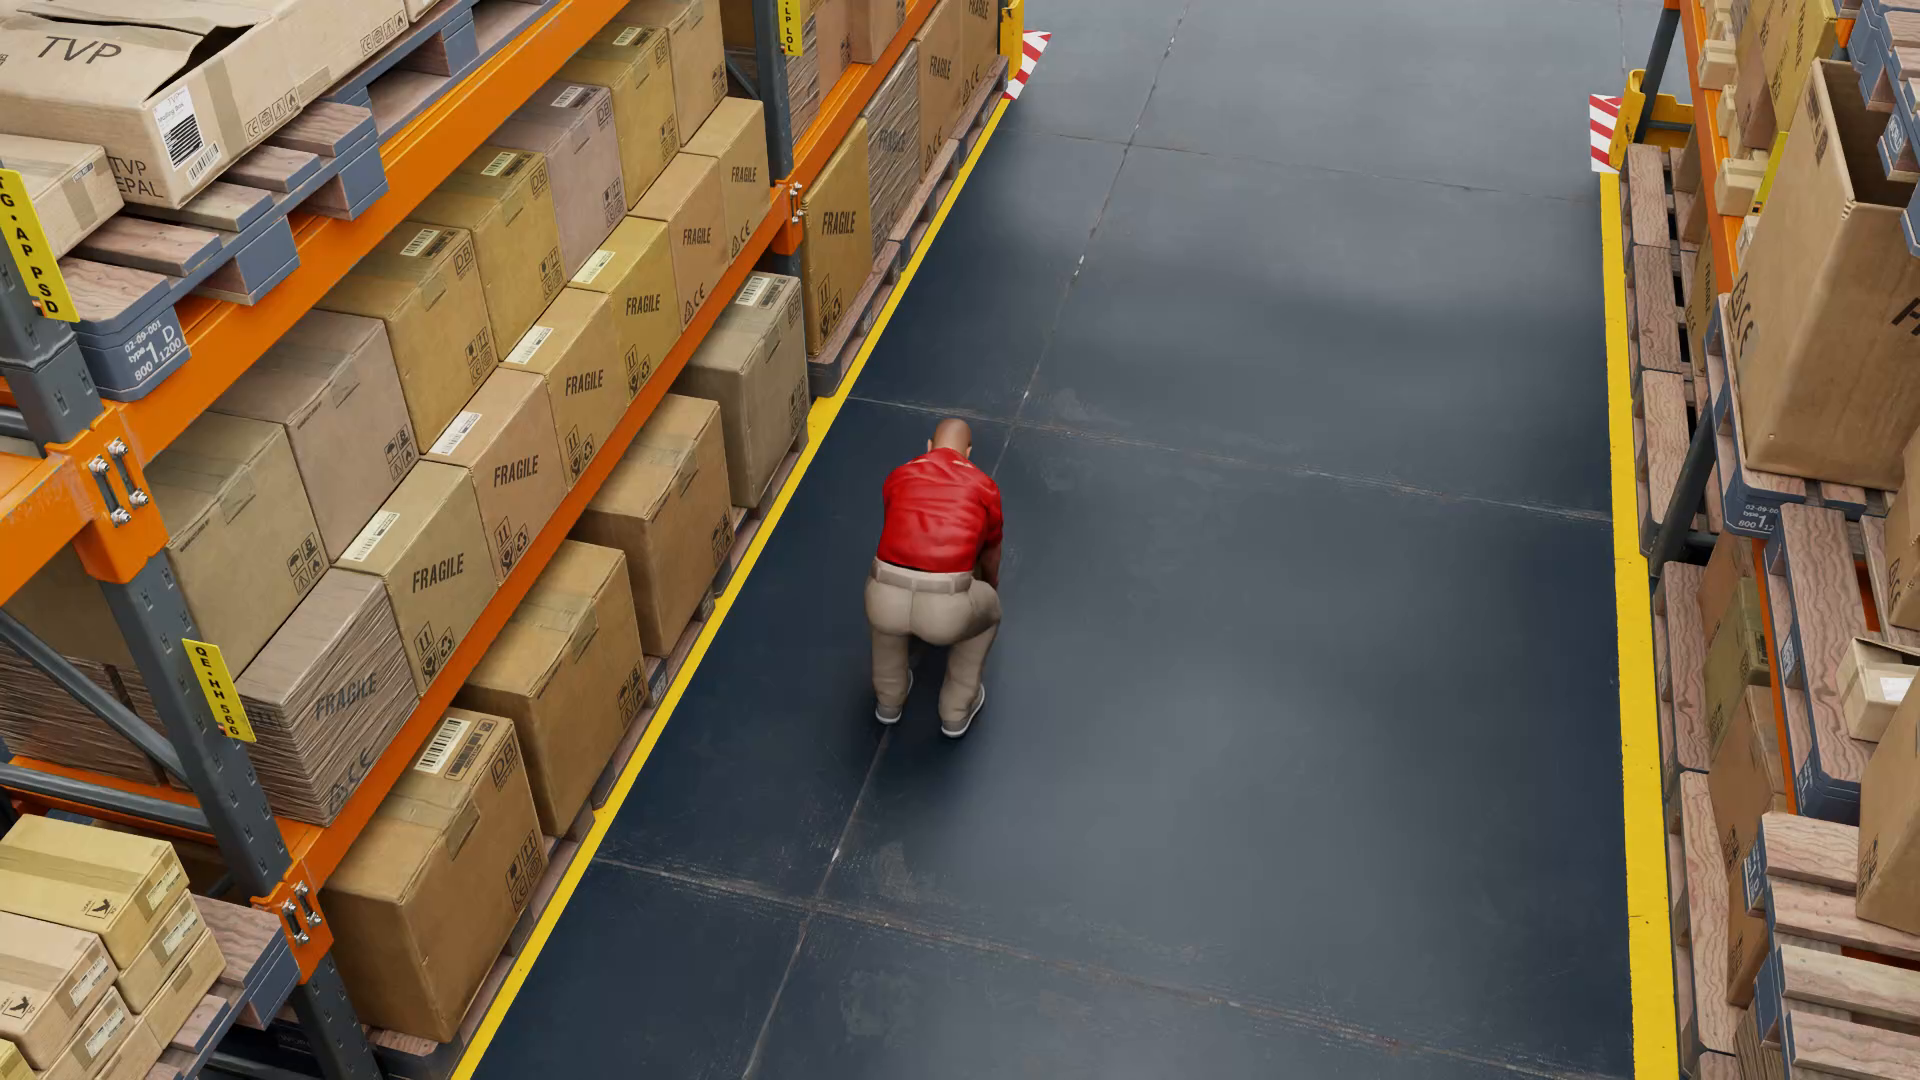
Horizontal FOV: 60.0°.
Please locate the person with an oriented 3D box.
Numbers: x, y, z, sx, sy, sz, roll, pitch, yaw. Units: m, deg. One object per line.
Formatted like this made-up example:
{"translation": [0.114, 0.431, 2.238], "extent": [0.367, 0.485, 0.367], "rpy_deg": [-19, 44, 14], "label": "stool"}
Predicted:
{"translation": [-0.092, 0.174, 6.515], "extent": [0.539, 1.019, 0.944], "rpy_deg": [8, 41, 9], "label": "person"}
